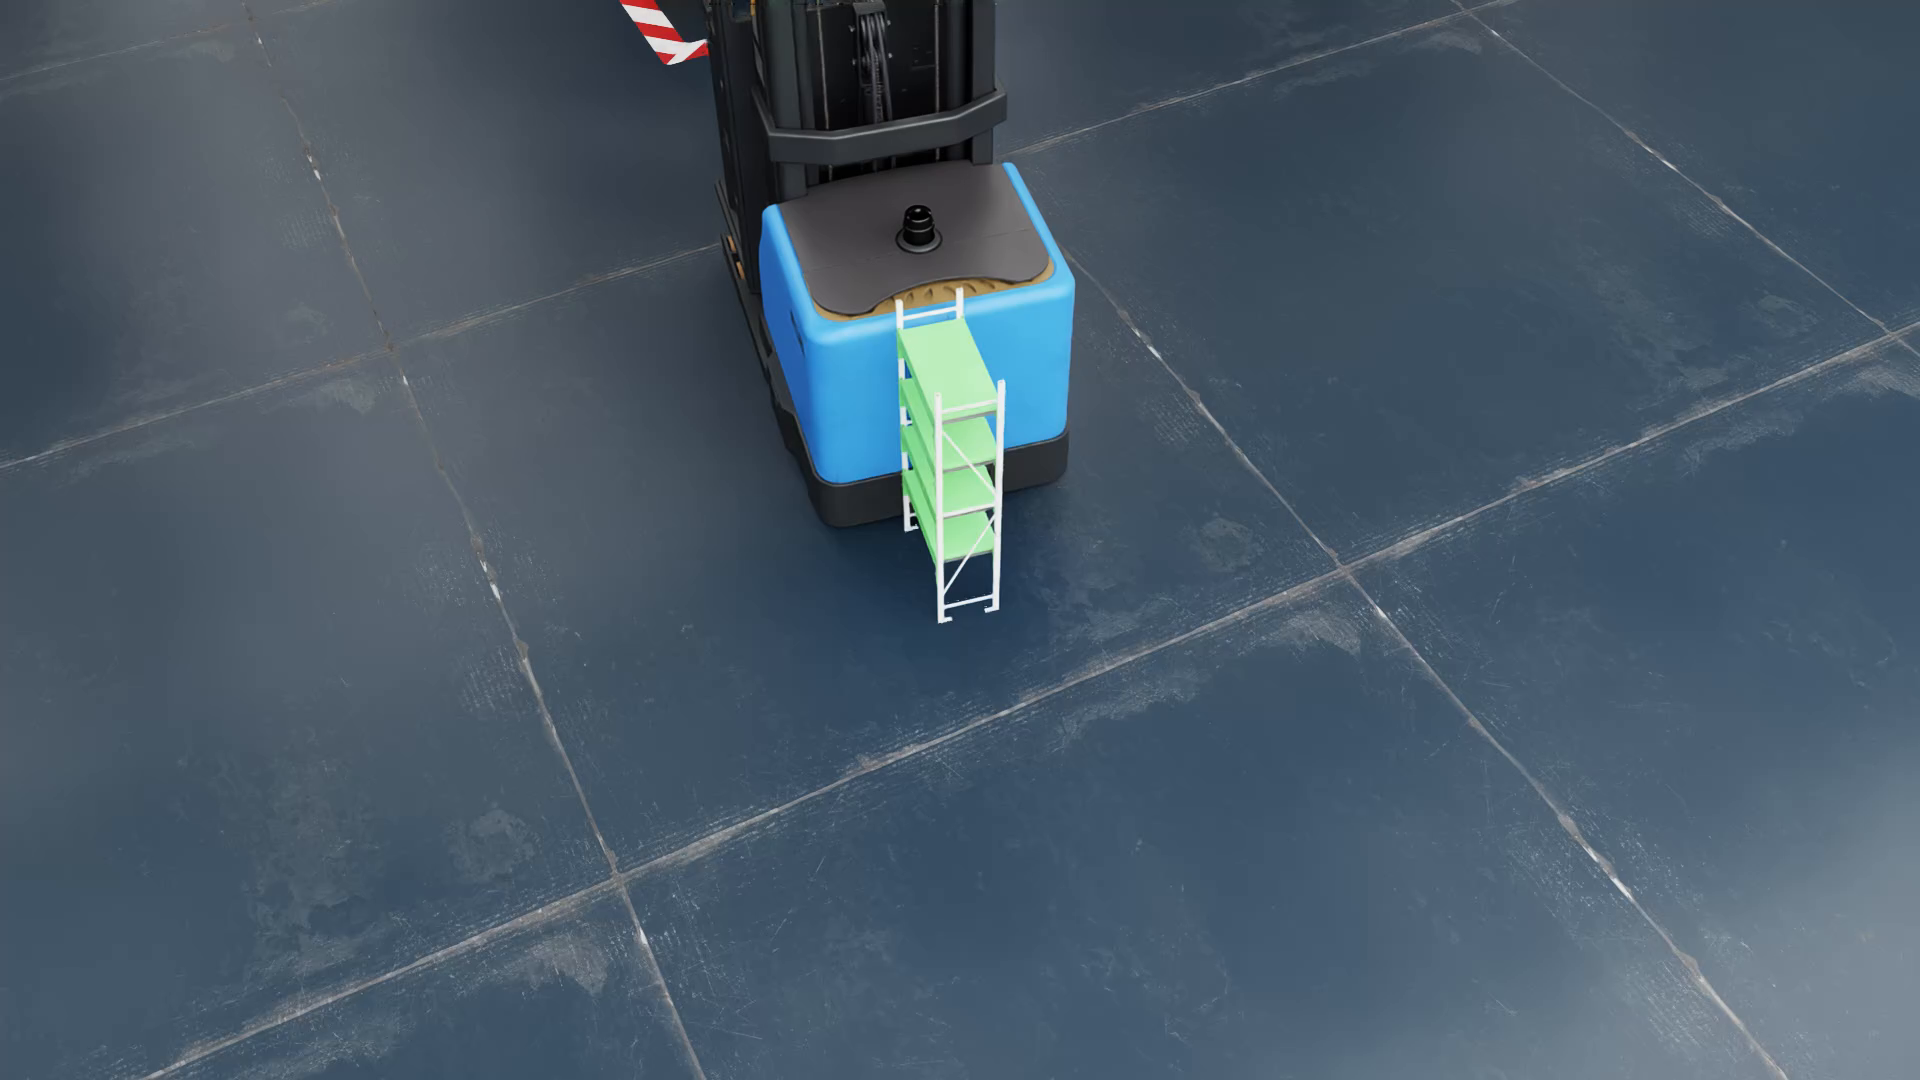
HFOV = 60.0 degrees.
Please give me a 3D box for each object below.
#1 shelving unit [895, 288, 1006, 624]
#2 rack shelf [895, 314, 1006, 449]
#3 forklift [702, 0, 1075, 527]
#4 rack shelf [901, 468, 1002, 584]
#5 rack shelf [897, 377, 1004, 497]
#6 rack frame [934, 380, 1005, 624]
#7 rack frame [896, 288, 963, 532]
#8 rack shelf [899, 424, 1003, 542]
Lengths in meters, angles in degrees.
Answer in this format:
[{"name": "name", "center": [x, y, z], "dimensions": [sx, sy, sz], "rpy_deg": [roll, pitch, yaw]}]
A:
[{"name": "shelving unit", "center": [-0.037, -0.282, 6.092], "dimensions": [0.258, 1.200, 0.503], "rpy_deg": [-13, 50, -11]}, {"name": "rack shelf", "center": [-0.037, -0.556, 5.779], "dimensions": [0.258, 0.148, 0.480], "rpy_deg": [-13, 50, -11]}, {"name": "forklift", "center": [-0.471, -2.153, 6.578], "dimensions": [1.130, 2.935, 3.031], "rpy_deg": [-13, 50, -11]}, {"name": "rack shelf", "center": [-0.037, -0.082, 6.321], "dimensions": [0.258, 0.148, 0.480], "rpy_deg": [-13, 50, -11]}, {"name": "rack shelf", "center": [-0.037, -0.398, 5.960], "dimensions": [0.258, 0.148, 0.480], "rpy_deg": [-13, 50, -11]}, {"name": "rack frame", "center": [0.032, -0.106, 5.938], "dimensions": [0.240, 1.200, 0.015], "rpy_deg": [-13, 50, -11]}, {"name": "rack frame", "center": [-0.107, -0.458, 6.246], "dimensions": [0.240, 1.200, 0.015], "rpy_deg": [-13, 50, -11]}, {"name": "rack shelf", "center": [-0.037, -0.240, 6.140], "dimensions": [0.258, 0.148, 0.480], "rpy_deg": [-13, 50, -11]}]
